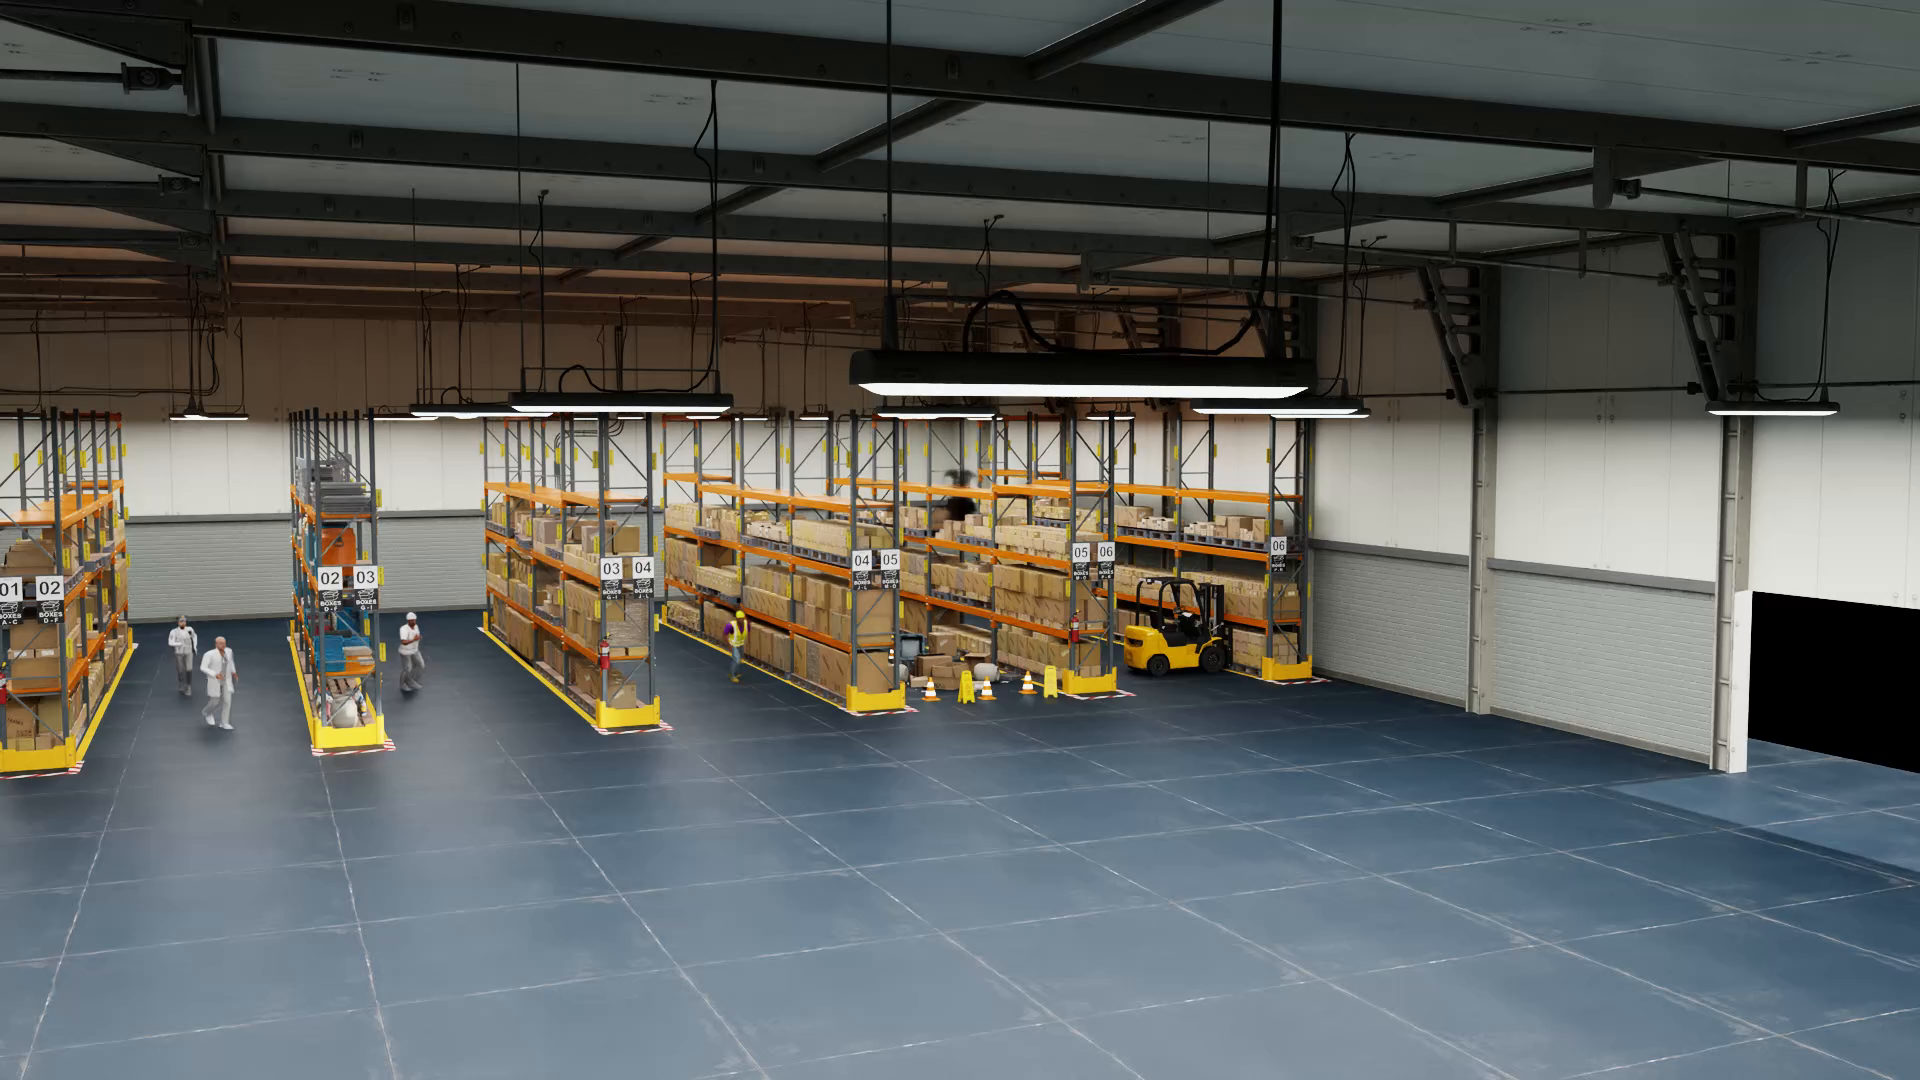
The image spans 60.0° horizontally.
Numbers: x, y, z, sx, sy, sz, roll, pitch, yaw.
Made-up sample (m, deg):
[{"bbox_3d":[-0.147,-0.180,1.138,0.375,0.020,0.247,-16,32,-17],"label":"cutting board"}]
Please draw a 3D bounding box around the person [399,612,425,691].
[{"bbox_3d":[-11.718,2.394,35.393,0.869,1.714,0.660,2,5,28],"label":"person"}]

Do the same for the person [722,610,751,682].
[{"bbox_3d":[-4.966,2.339,36.910,0.884,1.628,0.737,3,5,41],"label":"person"}]

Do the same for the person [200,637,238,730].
[{"bbox_3d":[-13.947,2.671,31.223,0.873,1.740,0.699,4,5,43],"label":"person"}]

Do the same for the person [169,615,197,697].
[{"bbox_3d":[-16.352,2.431,35.014,0.547,1.737,0.799,-2,4,-26],"label":"person"}]
